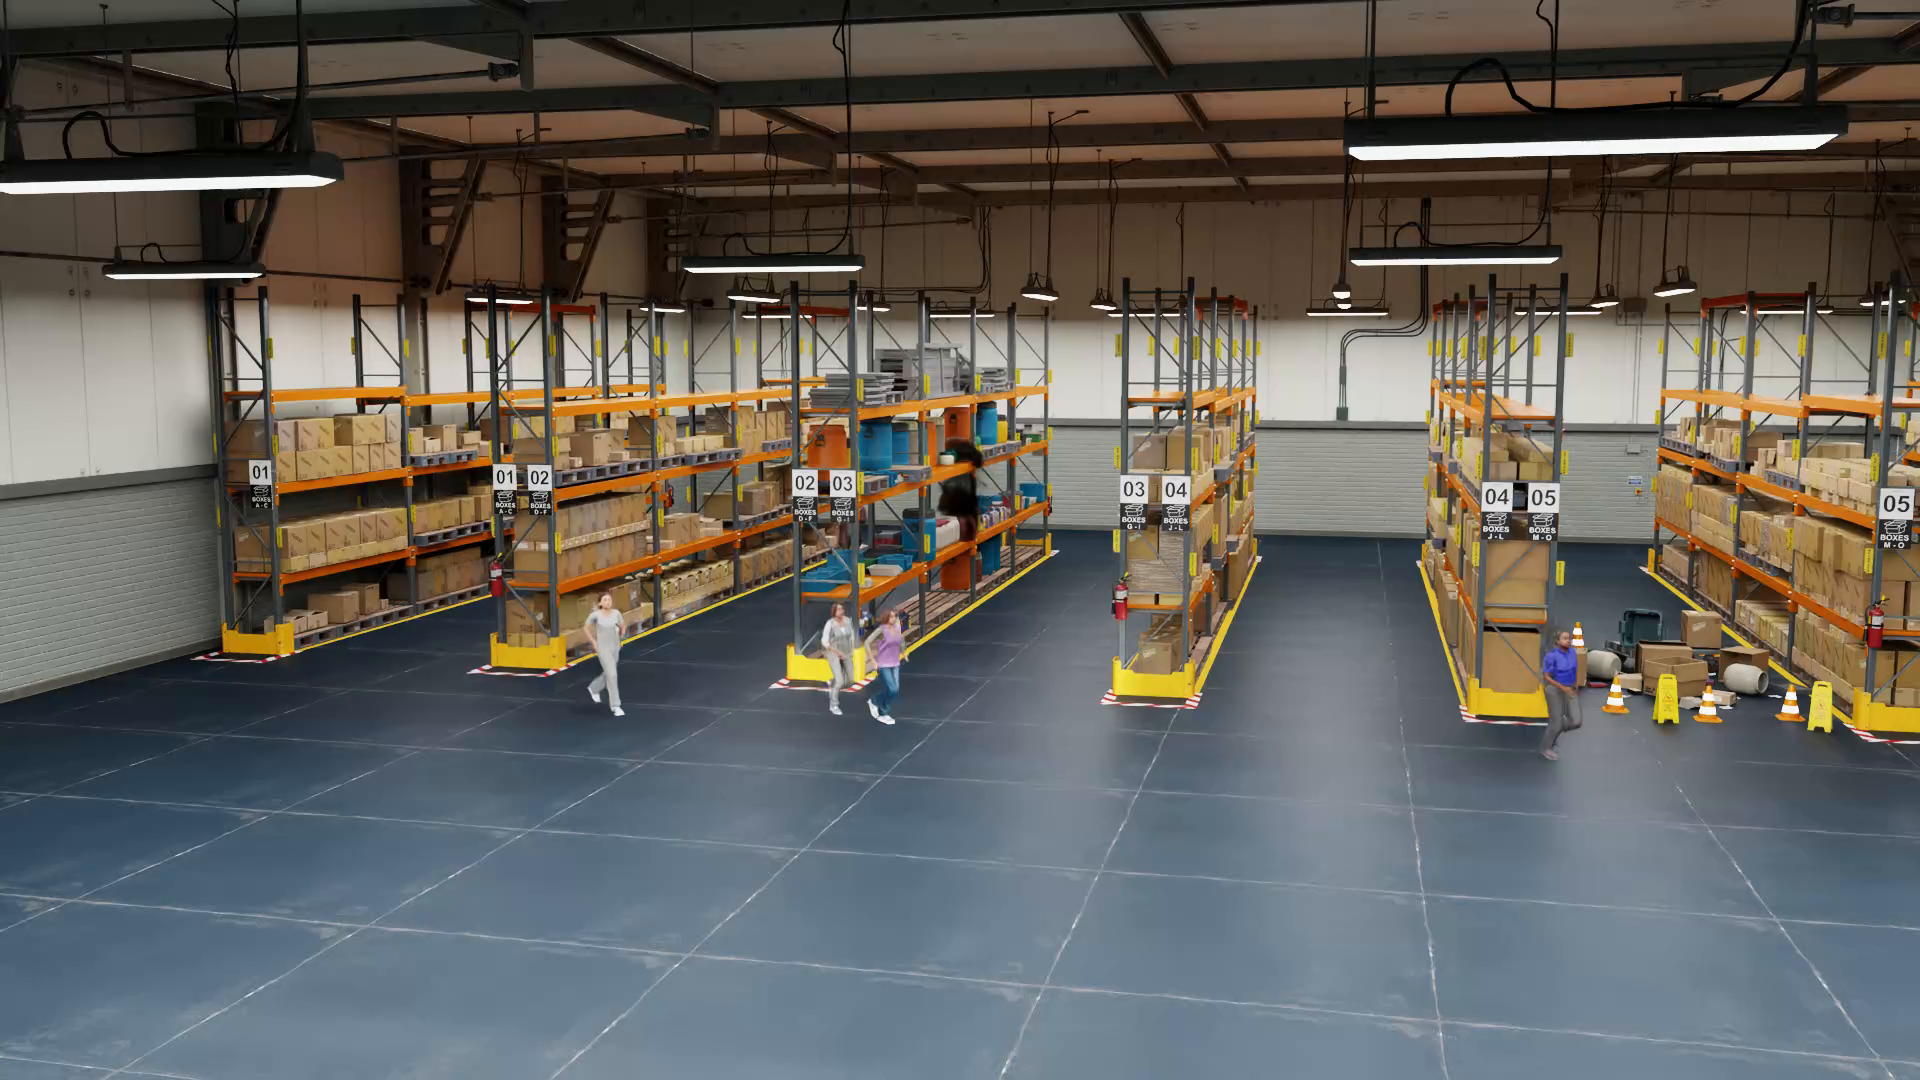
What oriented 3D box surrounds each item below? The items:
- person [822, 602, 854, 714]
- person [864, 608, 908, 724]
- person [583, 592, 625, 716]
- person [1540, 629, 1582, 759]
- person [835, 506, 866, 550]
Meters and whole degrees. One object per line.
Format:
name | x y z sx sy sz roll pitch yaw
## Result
person | -1.661 1.619 22.897 0.562 1.564 0.608 -5 8 -34
person | -0.963 1.689 22.190 0.562 1.562 0.567 6 9 42
person | -4.881 1.539 22.997 0.558 1.681 0.891 -6 9 -42
person | 7.370 1.889 20.268 0.602 1.613 0.598 -2 7 -19
person | -2.269 -0.085 34.519 0.677 1.855 0.885 0 7 3
